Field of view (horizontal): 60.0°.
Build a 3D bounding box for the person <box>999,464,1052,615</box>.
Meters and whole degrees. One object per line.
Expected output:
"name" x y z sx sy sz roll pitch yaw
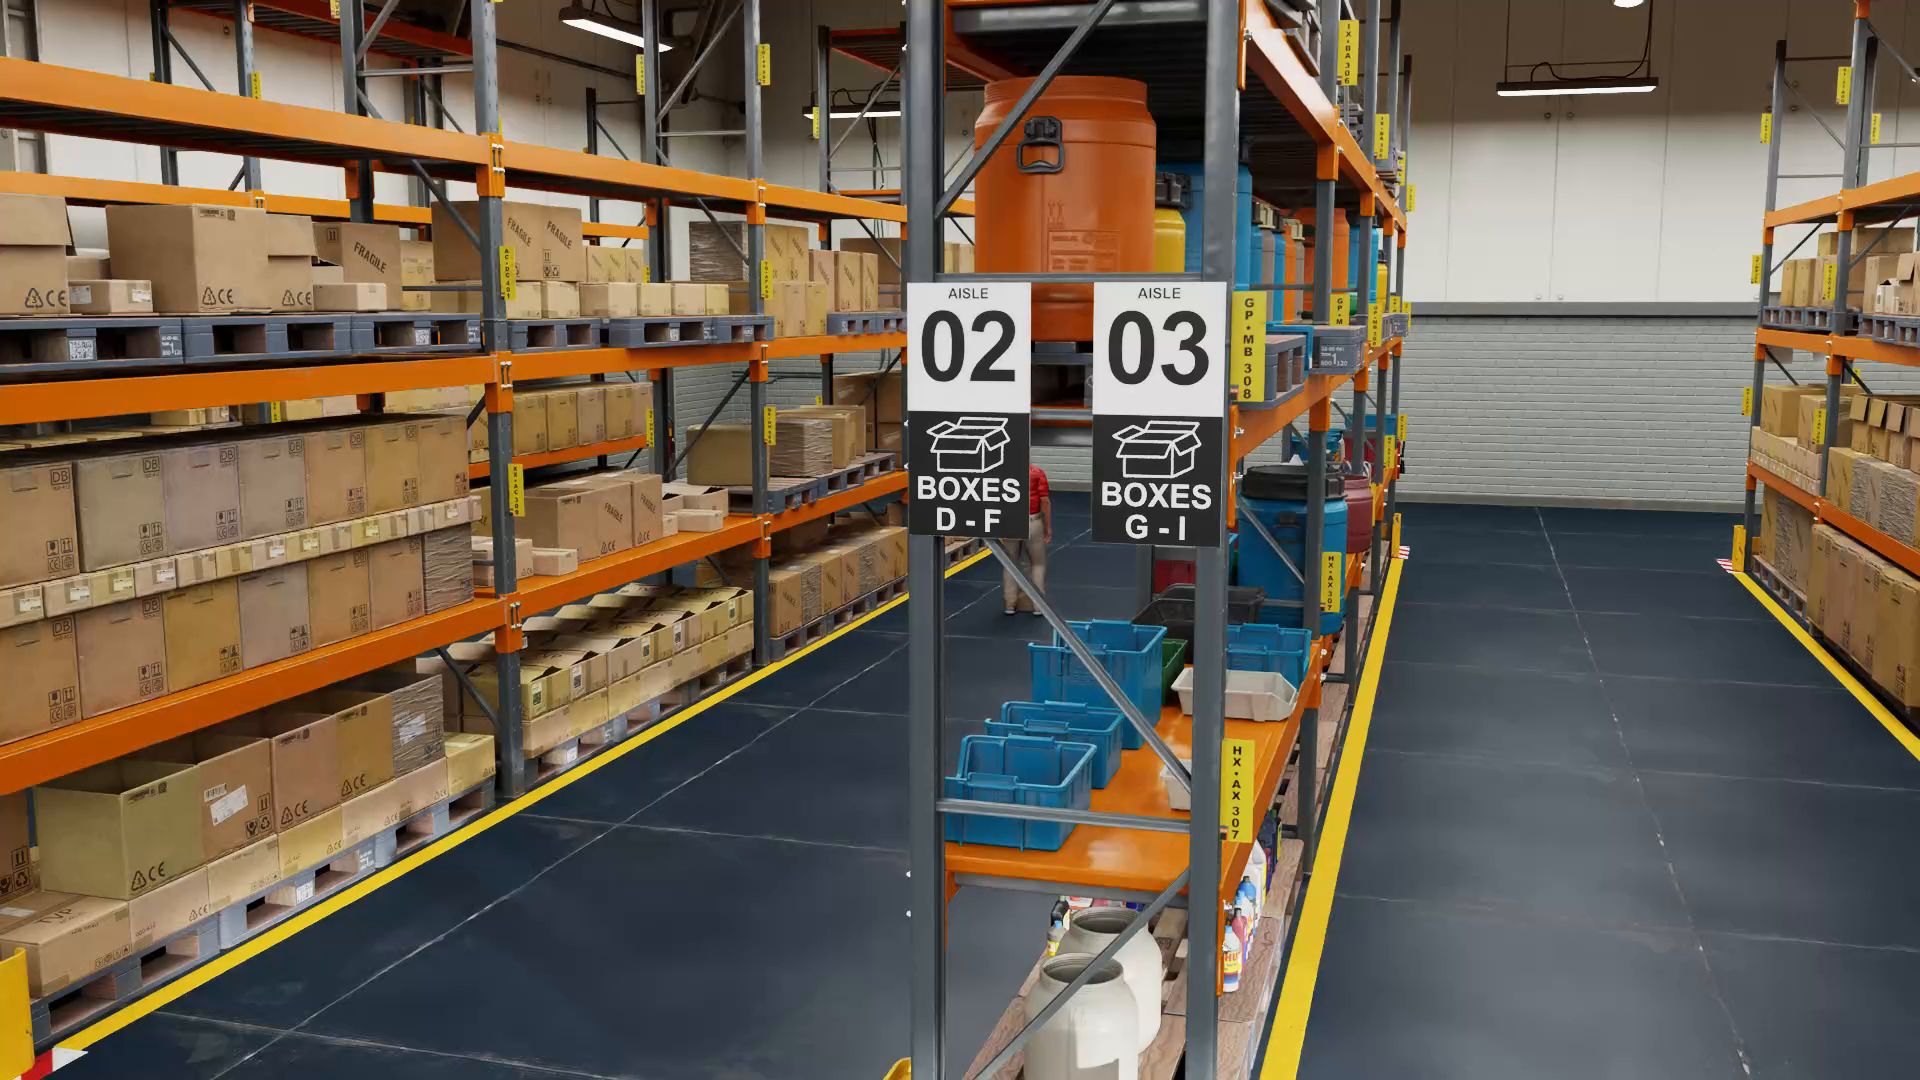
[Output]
"person" 0.633 -0.114 16.669 0.593 1.725 0.393 2 8 13
